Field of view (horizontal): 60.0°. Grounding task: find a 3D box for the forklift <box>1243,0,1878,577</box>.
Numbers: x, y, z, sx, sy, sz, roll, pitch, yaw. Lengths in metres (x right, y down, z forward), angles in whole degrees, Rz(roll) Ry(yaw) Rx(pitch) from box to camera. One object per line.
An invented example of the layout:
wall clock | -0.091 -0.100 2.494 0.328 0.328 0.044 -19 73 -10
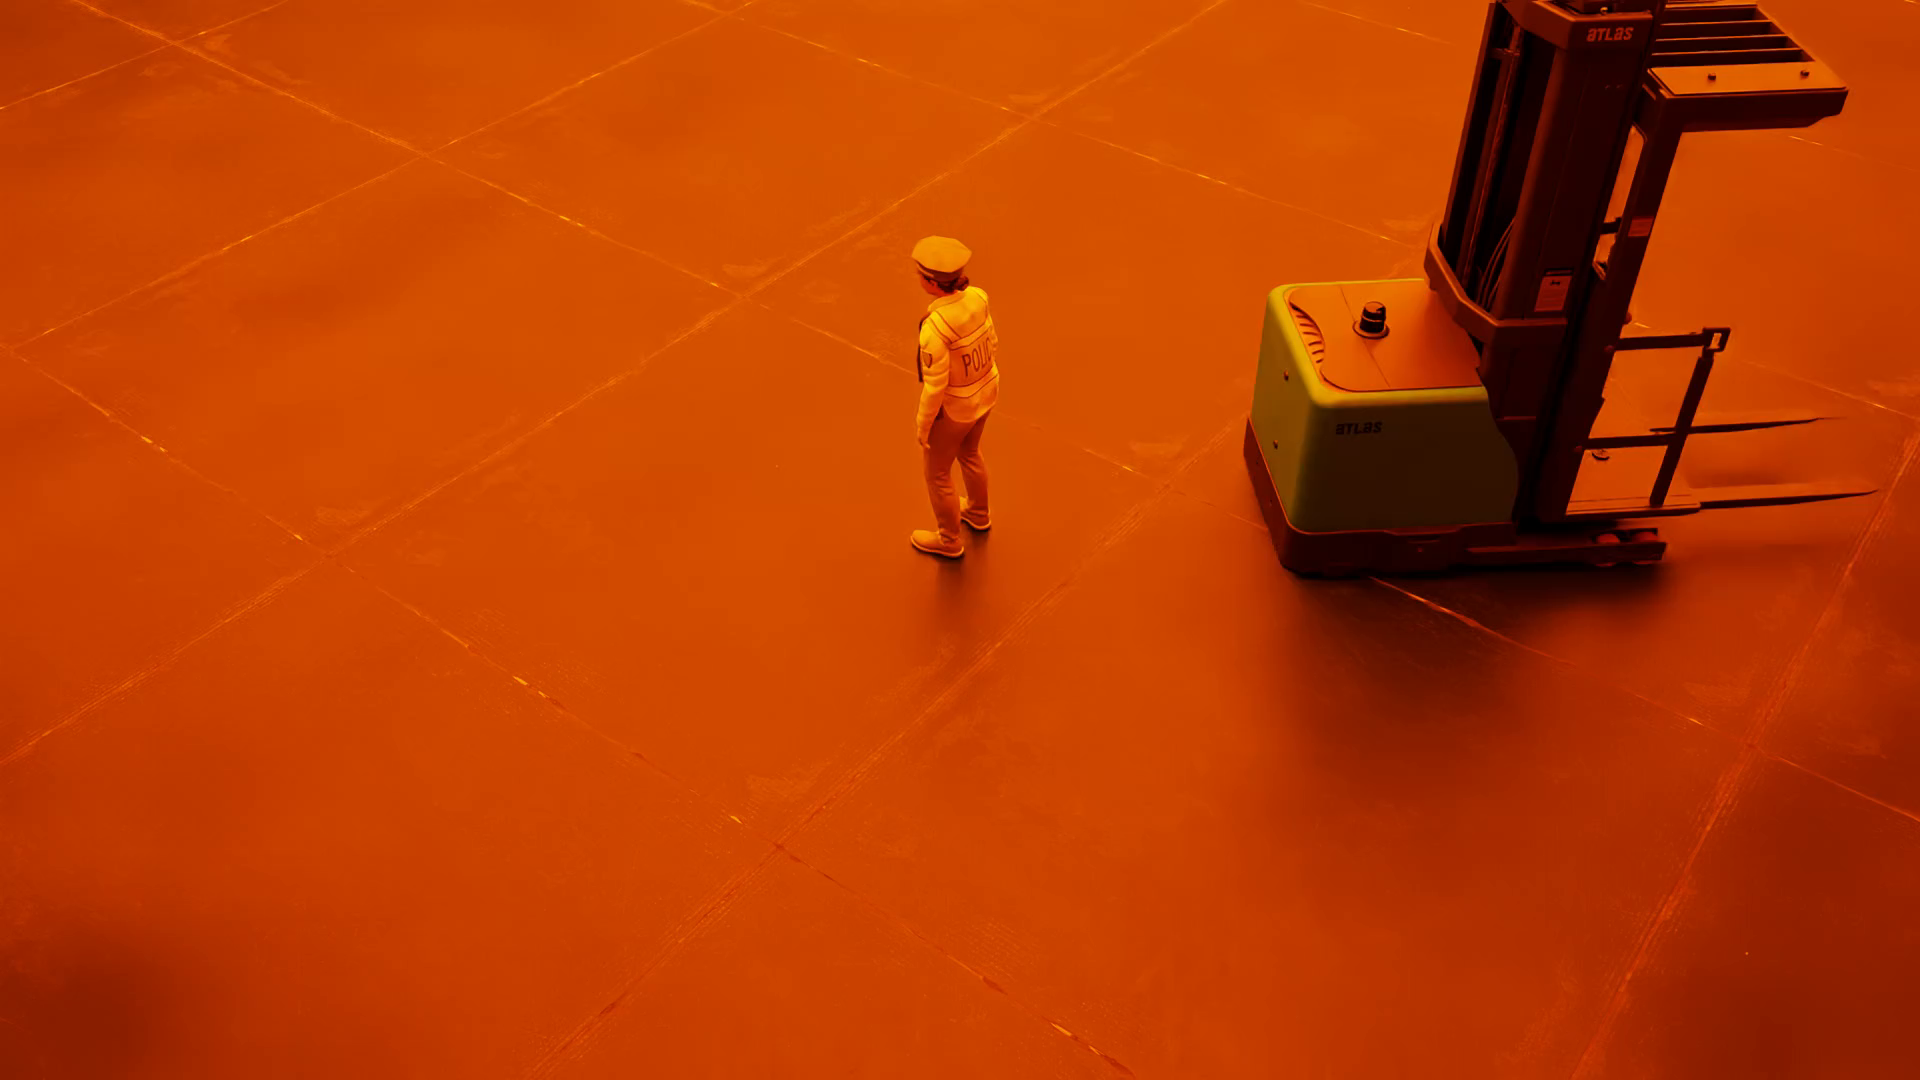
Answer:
forklift | 3.036 -1.324 7.627 3.031 2.935 1.130 -3 41 -4

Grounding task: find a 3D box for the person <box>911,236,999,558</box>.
person | -0.030 -0.638 7.802 0.372 1.663 0.529 25 46 26
